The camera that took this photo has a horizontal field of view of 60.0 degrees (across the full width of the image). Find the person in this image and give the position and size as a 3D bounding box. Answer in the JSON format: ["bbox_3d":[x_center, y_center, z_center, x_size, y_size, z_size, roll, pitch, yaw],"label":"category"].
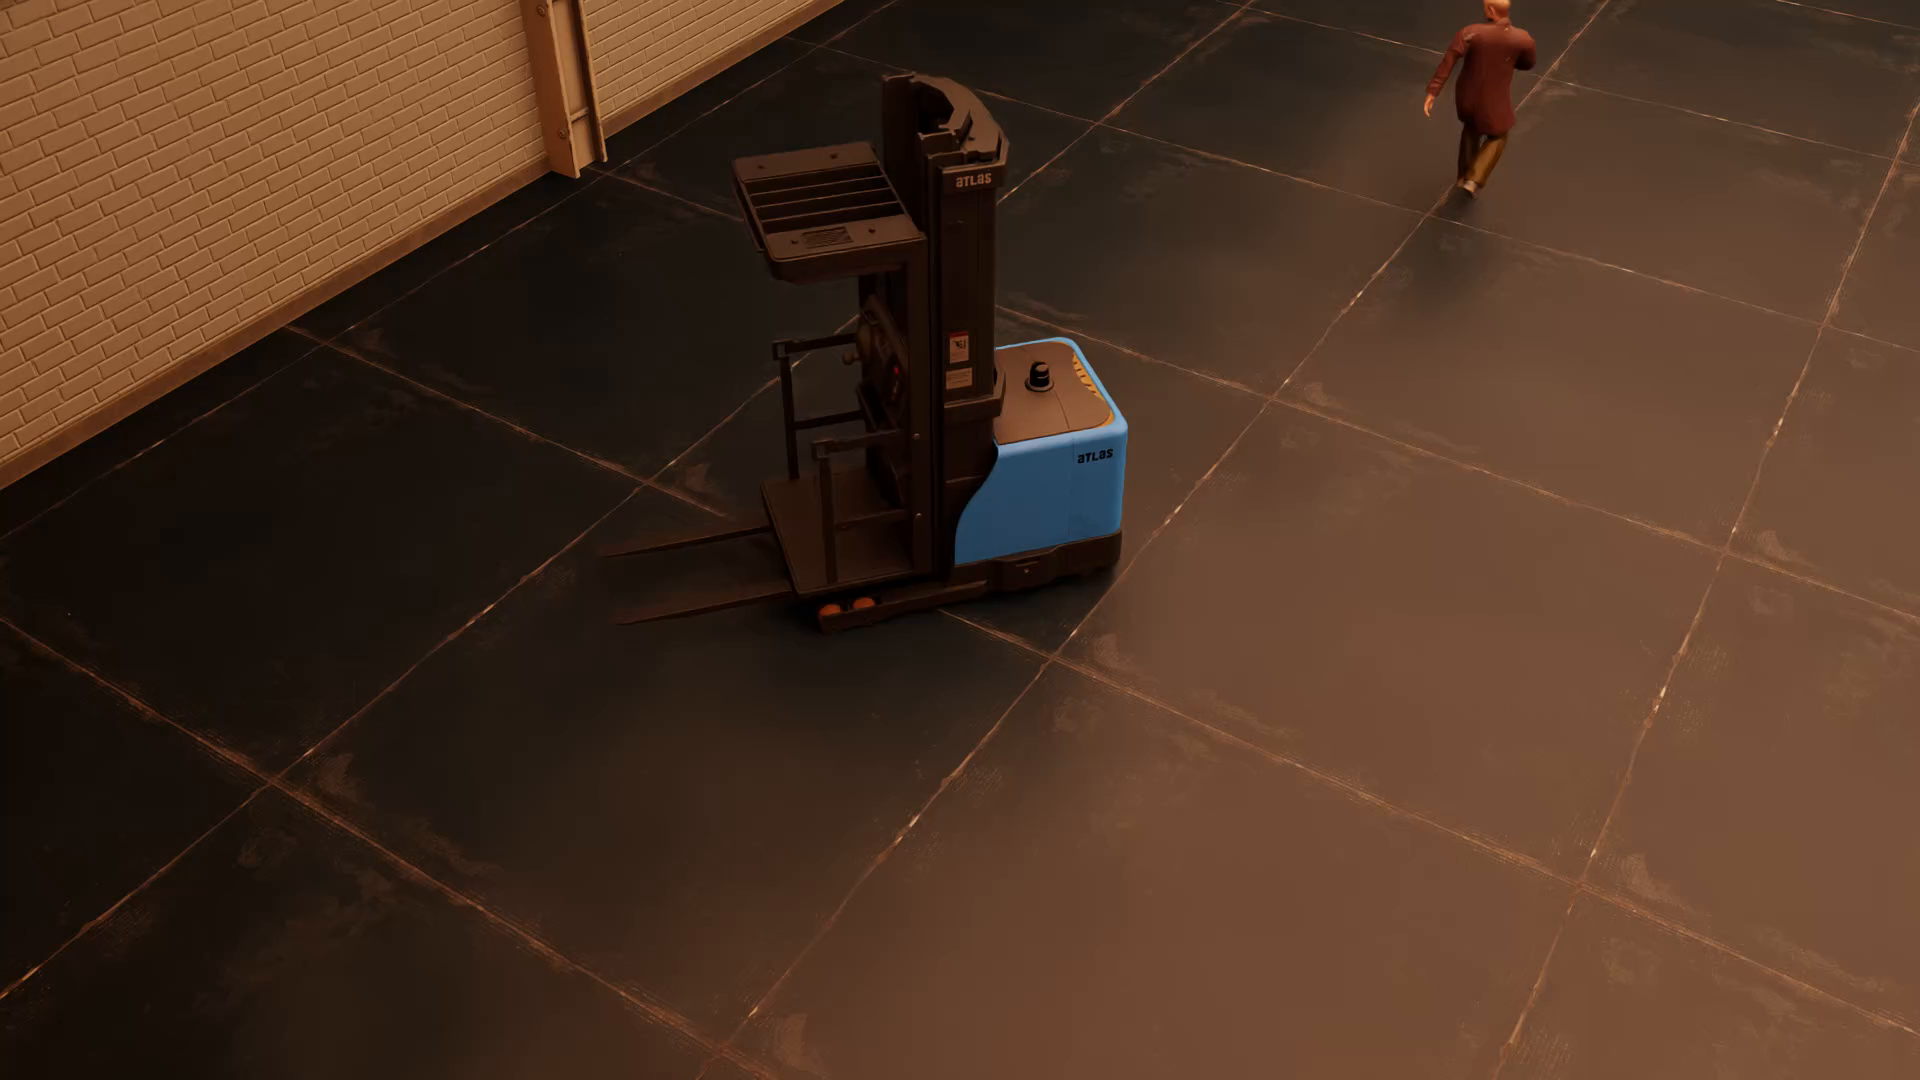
[{"bbox_3d":[4.086,-3.510,13.068,0.689,1.704,0.774,24,46,25],"label":"person"}]

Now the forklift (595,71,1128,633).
[{"bbox_3d":[-0.613,-0.966,9.107,3.031,2.935,1.130,-11,42,-13],"label":"forklift"}]
